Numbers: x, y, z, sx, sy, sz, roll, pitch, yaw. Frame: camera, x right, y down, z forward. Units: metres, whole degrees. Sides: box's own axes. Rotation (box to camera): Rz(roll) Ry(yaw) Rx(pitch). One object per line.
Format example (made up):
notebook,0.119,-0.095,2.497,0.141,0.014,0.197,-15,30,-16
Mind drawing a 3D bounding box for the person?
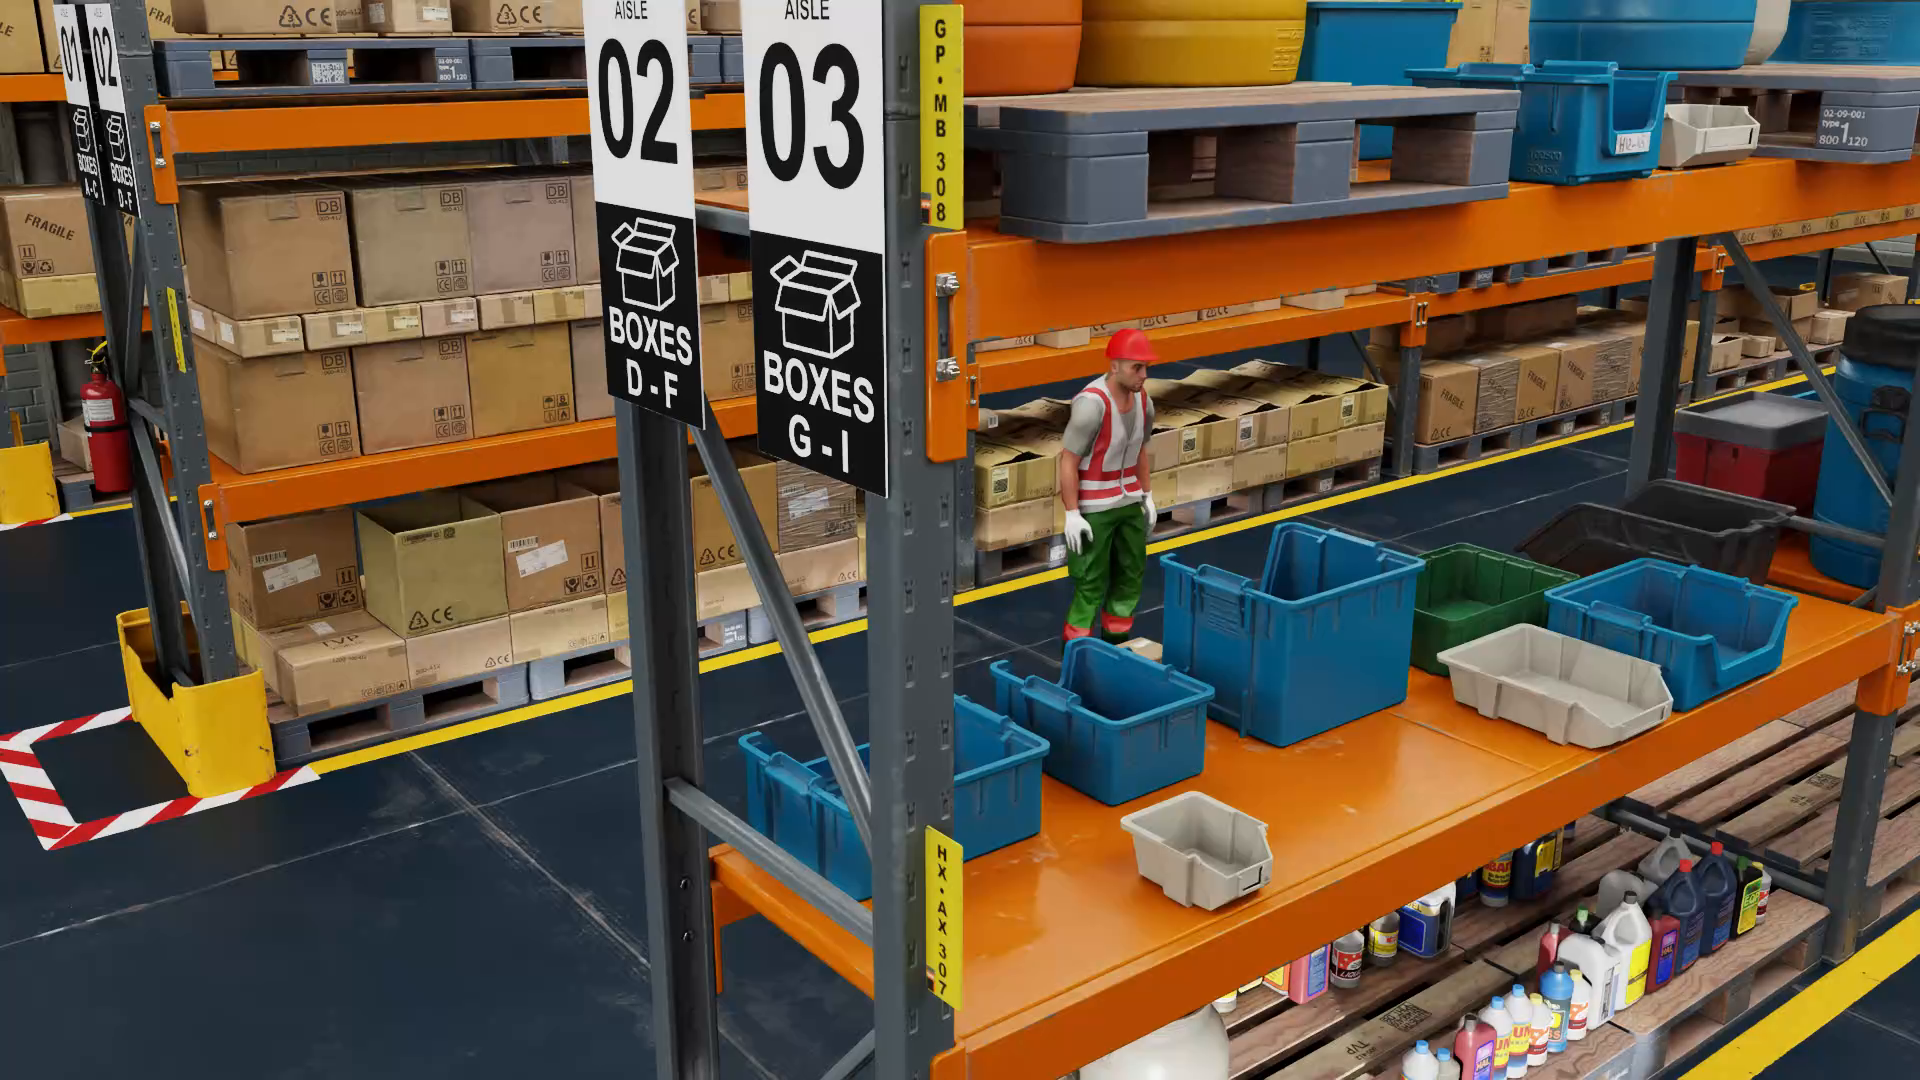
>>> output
person,0.725,-0.133,7.952,0.607,1.777,0.454,-15,23,-39
